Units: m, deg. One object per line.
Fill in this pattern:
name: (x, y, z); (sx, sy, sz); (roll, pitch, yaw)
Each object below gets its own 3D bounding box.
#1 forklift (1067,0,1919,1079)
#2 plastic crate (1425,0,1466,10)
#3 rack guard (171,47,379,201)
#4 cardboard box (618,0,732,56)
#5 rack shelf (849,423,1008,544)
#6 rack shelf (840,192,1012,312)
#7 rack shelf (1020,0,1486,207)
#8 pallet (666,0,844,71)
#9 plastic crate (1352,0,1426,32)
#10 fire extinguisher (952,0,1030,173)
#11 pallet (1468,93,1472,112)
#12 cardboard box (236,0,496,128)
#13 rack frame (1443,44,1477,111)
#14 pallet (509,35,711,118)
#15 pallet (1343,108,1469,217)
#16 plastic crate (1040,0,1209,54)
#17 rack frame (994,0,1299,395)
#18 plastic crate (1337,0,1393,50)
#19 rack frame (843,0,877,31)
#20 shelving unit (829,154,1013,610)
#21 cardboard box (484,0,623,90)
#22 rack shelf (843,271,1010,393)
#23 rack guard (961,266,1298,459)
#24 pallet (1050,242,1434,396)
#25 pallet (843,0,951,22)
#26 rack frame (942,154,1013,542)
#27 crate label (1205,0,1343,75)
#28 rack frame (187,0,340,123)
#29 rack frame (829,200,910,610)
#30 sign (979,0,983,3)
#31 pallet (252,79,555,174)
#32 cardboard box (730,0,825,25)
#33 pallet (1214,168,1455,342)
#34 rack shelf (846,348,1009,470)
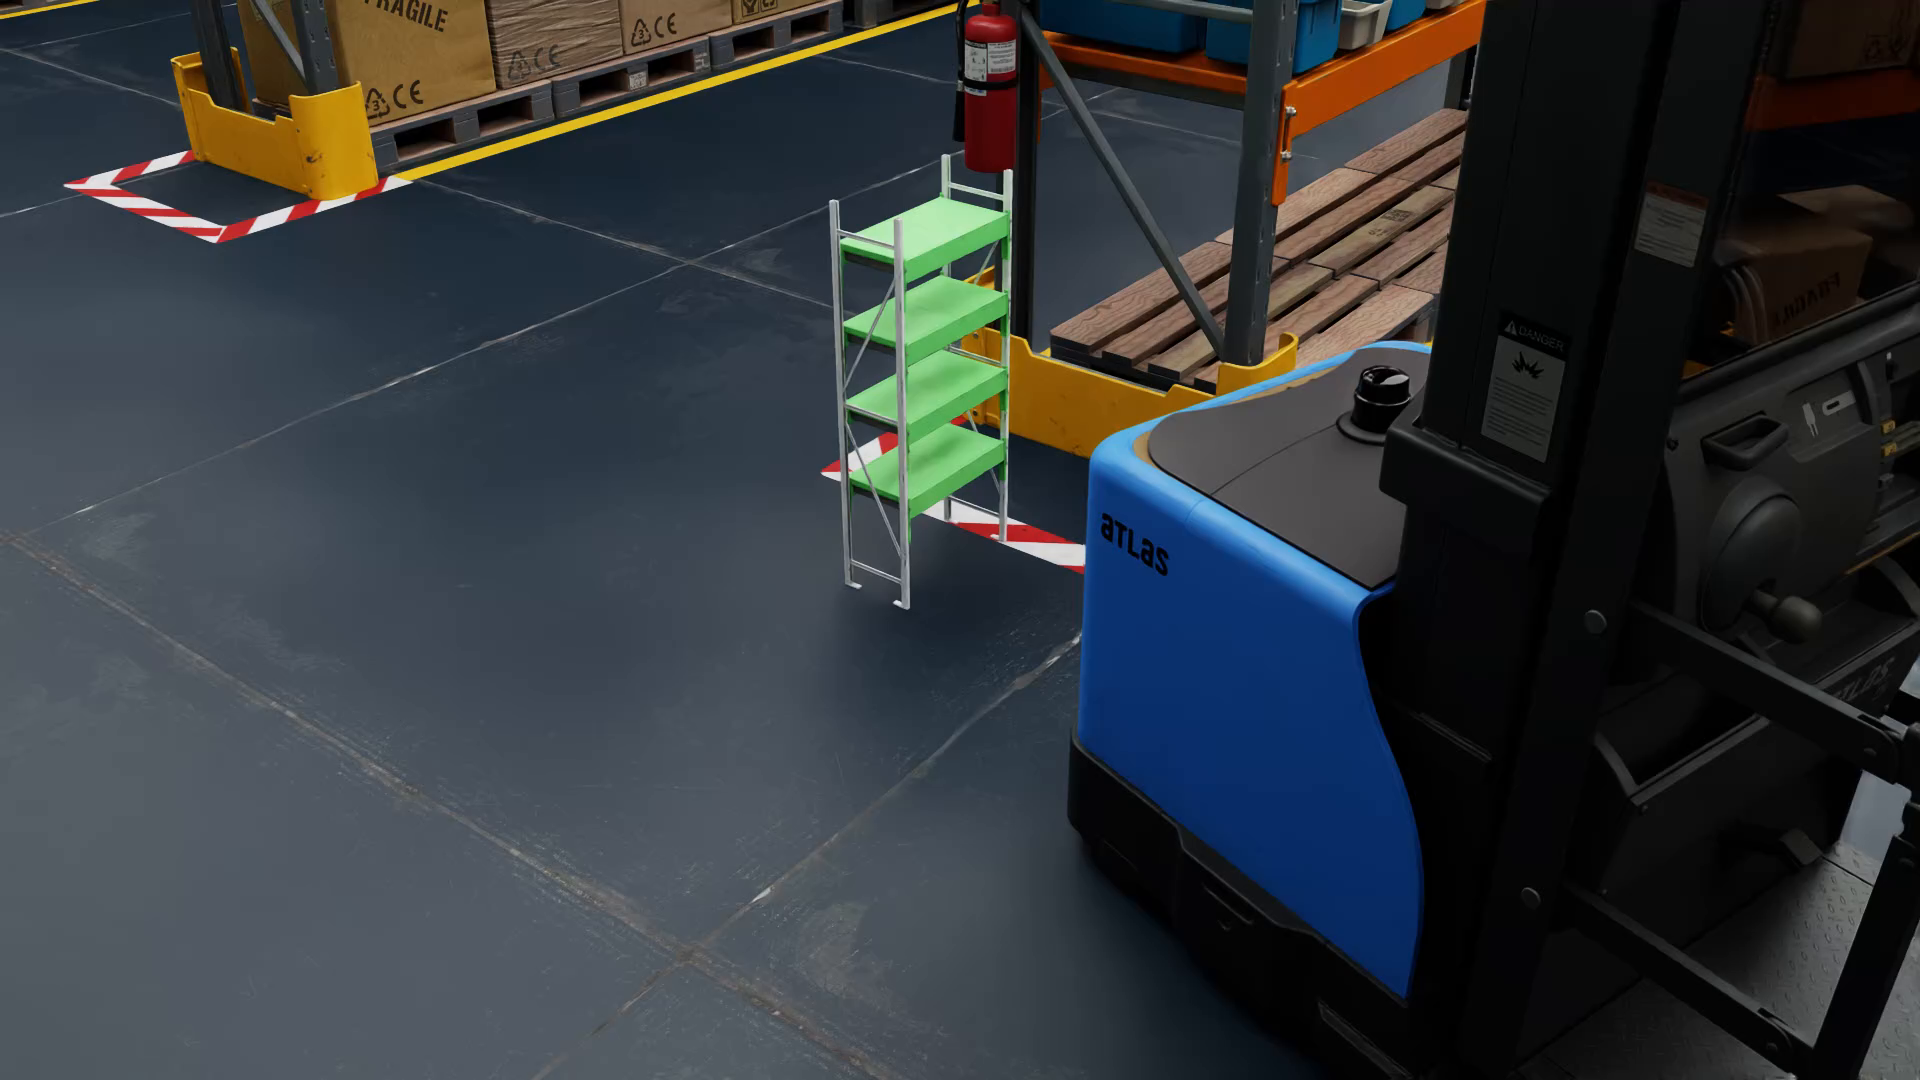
forklift: (1.525, -0.082, 2.514); (1.130, 2.935, 3.031); (-20, 36, -30)
plastic crate: (1.633, -1.935, 5.773); (0.250, 0.136, 0.298); (21, 37, 31)
rack guard: (-3.411, -2.082, 8.273); (1.175, 0.500, 0.348); (21, 37, 31)
cardboard box: (-1.987, -3.450, 9.802); (0.875, 0.875, 0.875); (21, 37, 31)
rack shelf: (-0.100, -0.187, 4.985); (0.258, 0.148, 0.480); (21, 37, 31)
rack shelf: (-0.100, -0.807, 4.618); (0.258, 0.148, 0.480); (21, 37, 31)
rack shelf: (1.760, -2.146, 6.635); (1.077, 0.370, 4.000); (21, 37, 31)
pallet: (-1.503, -3.308, 10.626); (1.003, 0.211, 1.213); (21, 37, 31)
plastic crate: (1.361, -1.863, 5.557); (0.416, 0.233, 0.300); (21, 37, 31)
fire extinguisher: (0.099, -1.528, 5.327); (0.296, 0.674, 0.183); (21, 37, 31)
pallet: (3.466, -2.370, 9.042); (1.003, 0.211, 1.213); (21, 37, 31)
cardboard box: (-3.074, -2.719, 8.567); (0.875, 0.875, 0.875); (21, 37, 31)
rack frame: (2.967, -3.269, 7.823); (1.000, 3.000, 0.127); (21, 37, 31)
pallet: (-2.239, -2.810, 9.785); (1.003, 0.211, 1.213); (21, 37, 31)
pallet: (2.554, -1.758, 8.010); (1.003, 0.211, 1.213); (21, 37, 31)
plastic crate: (0.606, -1.878, 5.382); (0.616, 0.435, 0.499); (21, 37, 31)
rack frame: (0.552, -1.643, 5.080); (1.000, 3.000, 0.127); (21, 37, 31)
plastic crate: (1.223, -1.659, 5.307); (0.250, 0.136, 0.298); (21, 37, 31)
rack frame: (-0.982, -4.793, 10.396); (1.000, 3.000, 0.127); (21, 37, 31)
shelving unit: (-0.100, -0.449, 4.830); (0.258, 1.200, 0.503); (21, 37, 31)
cardboard box: (-2.525, -3.088, 9.191); (0.875, 0.875, 0.875); (21, 37, 31)
rack shelf: (-0.100, -0.600, 4.741); (0.258, 0.148, 0.480); (21, 37, 31)
rack guard: (0.548, -0.554, 5.694); (1.175, 0.500, 0.348); (21, 37, 31)
pallet: (1.081, -0.767, 6.336); (1.003, 0.211, 1.213); (21, 37, 31)
pallet: (-0.576, -3.930, 11.675); (1.003, 0.211, 1.213); (21, 37, 31)
rack frame: (0.047, -0.548, 4.998); (0.240, 1.200, 0.015); (21, 37, 31)
crate label: (0.964, -1.596, 5.106); (0.416, 0.233, 0.303); (21, 37, 31)
rack frame: (-3.396, -3.167, 7.652); (1.000, 3.000, 0.127); (21, 37, 31)
rack frame: (-0.247, -0.350, 4.663); (0.240, 1.200, 0.015); (21, 37, 31)
sign: (0.104, -1.876, 5.313); (0.100, 0.325, 0.005); (21, 37, 31)
pallet: (-2.976, -2.317, 8.952); (1.003, 0.211, 1.213); (21, 37, 31)
cardboard box: (-1.444, -3.816, 10.419); (0.875, 0.875, 0.875); (21, 37, 31)
pallet: (1.818, -1.260, 7.170); (1.003, 0.211, 1.213); (21, 37, 31)
rack shelf: (-0.100, -0.394, 4.863); (0.258, 0.148, 0.480); (21, 37, 31)
